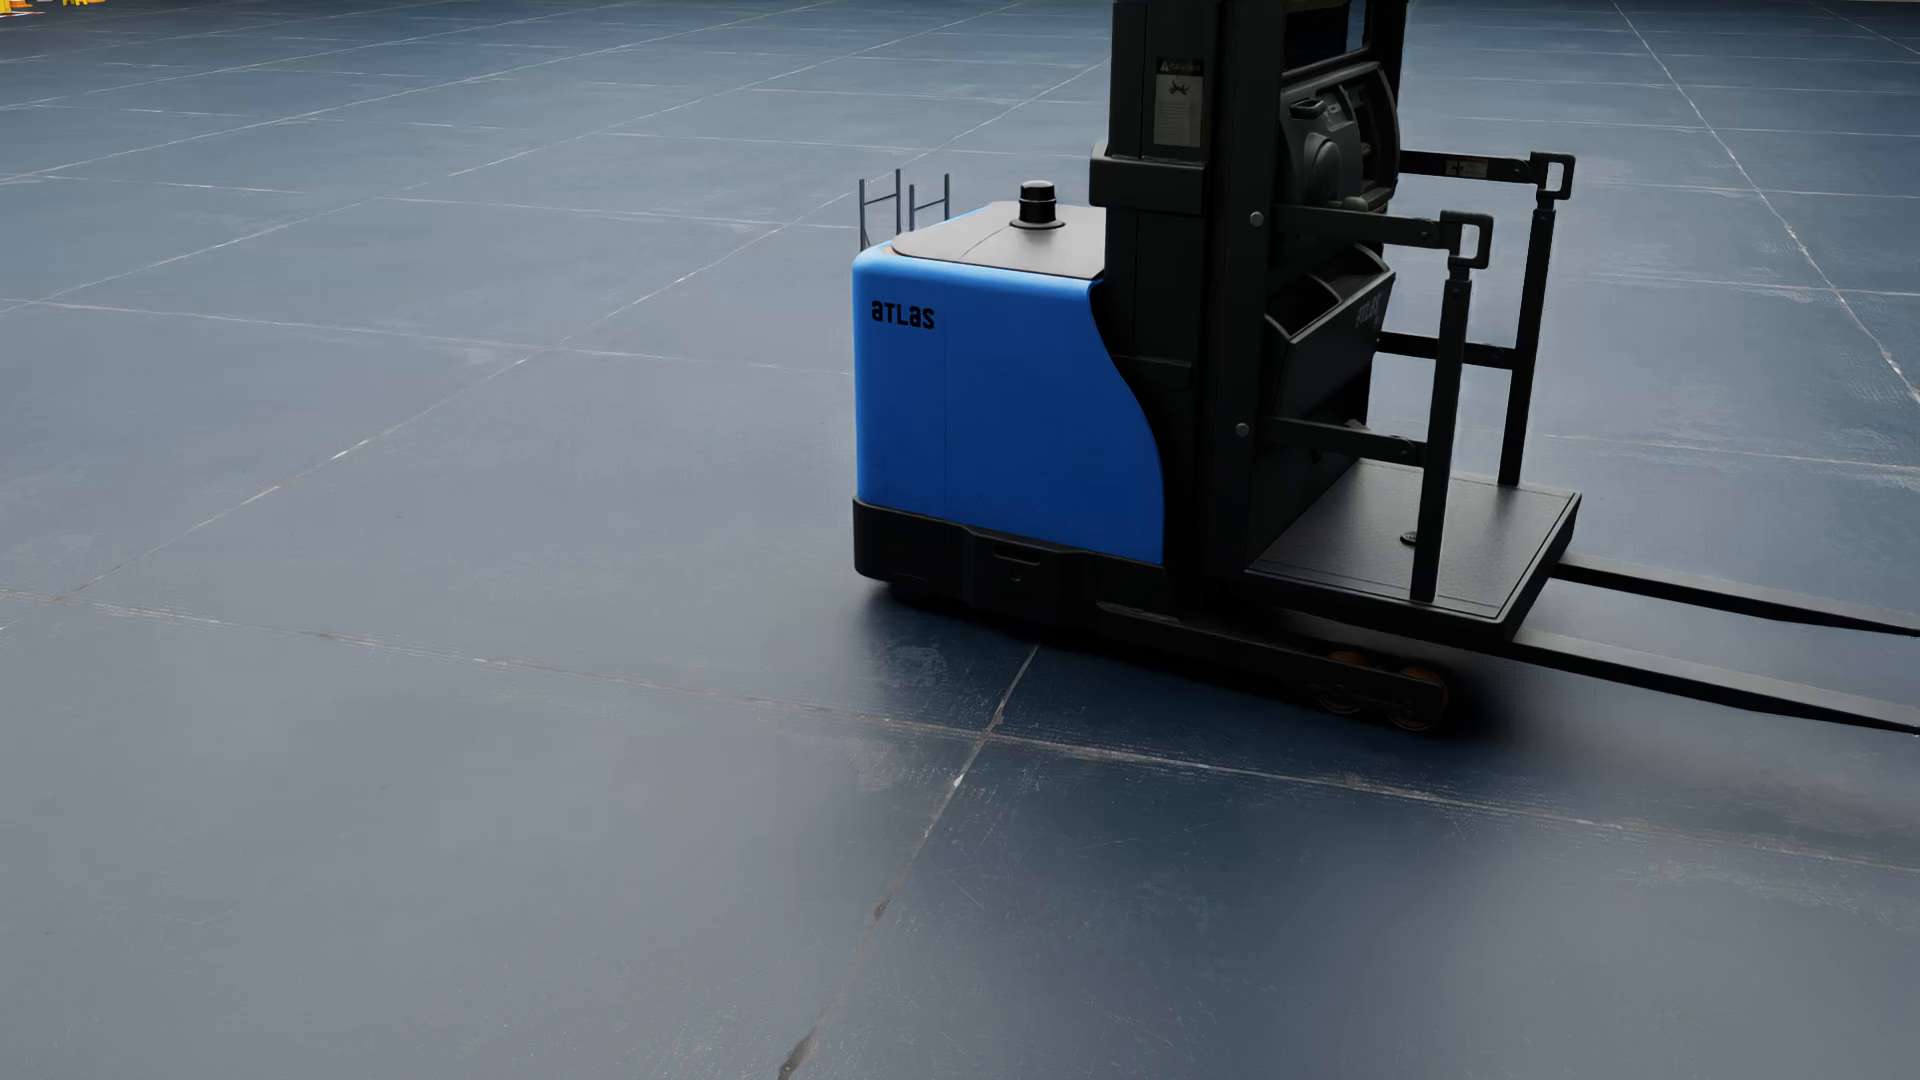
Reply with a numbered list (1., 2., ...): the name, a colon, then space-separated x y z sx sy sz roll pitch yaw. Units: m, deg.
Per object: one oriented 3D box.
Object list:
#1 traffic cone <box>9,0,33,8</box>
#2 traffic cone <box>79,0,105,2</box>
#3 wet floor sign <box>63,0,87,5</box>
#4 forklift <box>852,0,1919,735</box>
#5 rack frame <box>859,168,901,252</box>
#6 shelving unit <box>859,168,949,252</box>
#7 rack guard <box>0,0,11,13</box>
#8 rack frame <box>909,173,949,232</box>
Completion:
1. traffic cone: -14.603 -8.487 25.701 0.334 0.463 0.336 7 23 16
2. traffic cone: -13.951 -8.860 26.611 0.334 0.463 0.336 7 23 16
3. wet floor sign: -13.905 -8.713 26.013 0.232 0.644 0.267 3 22 6
4. forklift: 1.206 -1.082 4.396 3.031 2.935 1.130 12 25 27
5. rack frame: -0.255 -0.614 5.537 0.006 1.200 0.240 12 25 27
6. shelving unit: -0.176 -0.597 5.495 0.189 1.200 0.258 12 25 27
7. rack guard: -14.482 -7.927 24.288 0.348 0.500 1.175 7 23 16
8. rack frame: -0.096 -0.580 5.454 0.006 1.200 0.240 12 25 27
